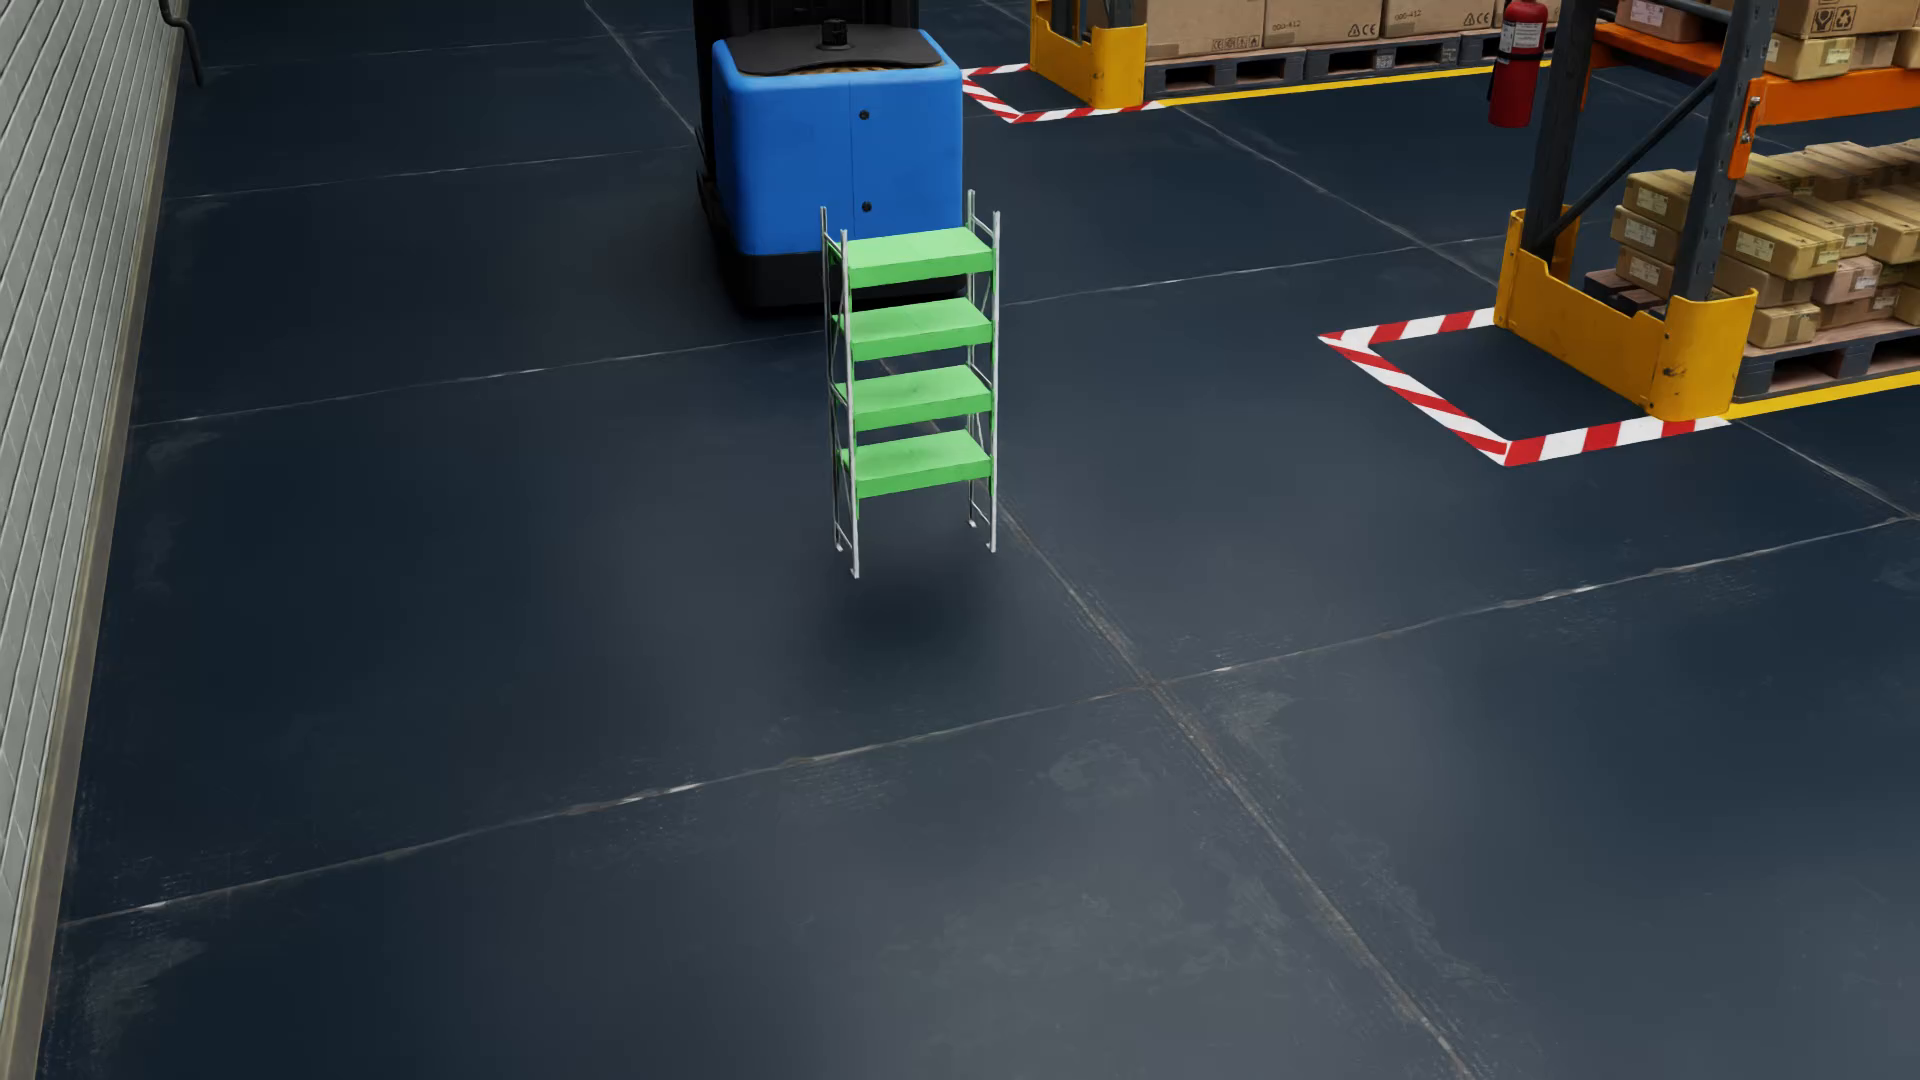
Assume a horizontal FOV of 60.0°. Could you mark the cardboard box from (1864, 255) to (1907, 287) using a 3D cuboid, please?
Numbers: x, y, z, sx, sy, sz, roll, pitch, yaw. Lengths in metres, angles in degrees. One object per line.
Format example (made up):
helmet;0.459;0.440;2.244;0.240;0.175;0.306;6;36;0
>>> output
cardboard box;3.724;-1.195;6.972;0.250;0.149;0.380;-10;31;-17

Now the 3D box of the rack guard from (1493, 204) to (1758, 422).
rack guard;2.740;-0.973;6.953;0.348;0.500;1.175;-10;31;-18

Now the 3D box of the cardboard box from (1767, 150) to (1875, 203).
cardboard box;3.795;-1.593;7.370;0.250;0.149;0.380;-12;32;-20

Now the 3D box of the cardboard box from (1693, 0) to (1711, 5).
cardboard box;3.000;-2.416;6.558;0.500;0.500;0.500;-10;31;-17

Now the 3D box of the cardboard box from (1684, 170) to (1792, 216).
cardboard box;3.332;-1.474;7.162;0.250;0.149;0.380;-10;31;-17

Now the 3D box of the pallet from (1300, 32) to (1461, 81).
pallet;2.711;-3.496;11.674;1.213;0.211;1.003;-10;31;-18

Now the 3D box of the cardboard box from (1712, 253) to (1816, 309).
cardboard box;3.249;-1.090;6.789;0.250;0.149;0.380;-9;31;-16

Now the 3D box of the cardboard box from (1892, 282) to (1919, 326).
cardboard box;3.996;-1.054;7.026;0.250;0.149;0.380;-10;31;-17

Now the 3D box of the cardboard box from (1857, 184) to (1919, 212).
cardboard box;3.979;-1.350;6.944;0.250;0.149;0.380;-12;32;-20

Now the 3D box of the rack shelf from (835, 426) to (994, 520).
rack shelf;-0.155;-0.229;5.553;0.480;0.148;0.258;-10;31;-18

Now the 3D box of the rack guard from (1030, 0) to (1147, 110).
rack guard;0.825;-3.235;10.923;0.348;0.500;1.175;-10;31;-18

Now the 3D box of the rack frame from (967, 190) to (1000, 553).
rack frame;0.074;-0.535;5.477;0.015;1.200;0.240;-10;31;-18

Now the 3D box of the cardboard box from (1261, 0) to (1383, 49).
cardboard box;2.286;-3.716;11.407;0.875;0.438;0.875;-10;31;-16

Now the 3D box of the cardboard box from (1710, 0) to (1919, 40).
cardboard box;3.186;-2.168;6.124;0.500;0.500;0.500;-9;31;-15

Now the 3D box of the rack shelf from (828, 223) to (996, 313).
rack shelf;-0.155;-0.854;5.197;0.480;0.148;0.258;-10;31;-18

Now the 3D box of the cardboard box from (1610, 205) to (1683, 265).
cardboard box;3.064;-1.342;7.231;0.250;0.149;0.380;-11;32;-19

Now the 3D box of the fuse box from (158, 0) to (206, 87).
fuse box;-5.025;-3.781;10.658;0.414;1.711;0.539;-10;31;-18

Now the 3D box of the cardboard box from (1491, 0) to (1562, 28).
cardboard box;3.971;-4.026;11.951;0.875;0.438;0.875;-11;31;-18

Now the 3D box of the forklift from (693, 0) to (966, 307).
forklift;-0.796;-3.027;8.102;1.130;2.935;3.031;-6;30;-11

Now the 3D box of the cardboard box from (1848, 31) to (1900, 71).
cardboard box;3.311;-1.904;6.315;0.250;0.149;0.380;-9;31;-16

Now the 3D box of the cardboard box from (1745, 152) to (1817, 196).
cardboard box;3.530;-1.578;7.343;0.250;0.149;0.380;-11;32;-19

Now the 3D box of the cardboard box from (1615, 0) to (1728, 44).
cardboard box;2.876;-2.124;6.702;0.250;0.149;0.380;-10;31;-18

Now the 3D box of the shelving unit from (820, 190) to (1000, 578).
shelving unit;-0.155;-0.493;5.403;0.503;1.200;0.258;-10;31;-18

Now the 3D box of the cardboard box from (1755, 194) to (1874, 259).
cardboard box;3.495;-1.284;6.829;0.250;0.149;0.380;-10;31;-17

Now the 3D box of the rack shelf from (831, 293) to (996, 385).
rack shelf;-0.155;-0.646;5.316;0.480;0.148;0.258;-10;31;-18

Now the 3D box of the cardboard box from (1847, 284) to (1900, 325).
cardboard box;3.718;-1.061;7.038;0.250;0.149;0.380;-10;31;-17

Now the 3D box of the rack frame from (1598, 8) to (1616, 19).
rack frame;4.597;-5.016;11.523;0.127;3.000;1.000;-10;31;-18

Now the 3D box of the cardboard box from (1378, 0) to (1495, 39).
cardboard box;3.132;-3.871;11.679;0.875;0.438;0.875;-11;32;-19

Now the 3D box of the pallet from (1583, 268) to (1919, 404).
pallet;3.514;-0.971;7.242;1.213;0.211;1.003;-10;31;-18

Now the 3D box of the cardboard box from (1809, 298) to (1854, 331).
cardboard box;3.488;-1.015;6.957;0.250;0.149;0.380;-11;31;-18

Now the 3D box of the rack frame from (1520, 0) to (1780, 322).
rack frame;2.669;-2.046;6.311;0.127;3.000;1.000;-10;31;-18

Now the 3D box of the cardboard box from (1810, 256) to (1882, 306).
cardboard box;3.525;-1.111;6.826;0.250;0.149;0.380;-11;31;-18

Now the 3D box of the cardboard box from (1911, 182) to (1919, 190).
cardboard box;4.242;-1.393;7.020;0.250;0.149;0.380;-9;31;-16

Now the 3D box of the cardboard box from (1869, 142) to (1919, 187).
cardboard box;4.313;-1.659;7.487;0.250;0.149;0.380;-11;32;-19

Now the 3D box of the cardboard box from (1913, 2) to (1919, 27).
cardboard box;3.678;-2.272;6.306;0.500;0.500;0.500;-10;31;-18

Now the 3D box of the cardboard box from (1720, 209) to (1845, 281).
cardboard box;3.278;-1.181;6.647;0.250;0.149;0.380;-12;32;-20

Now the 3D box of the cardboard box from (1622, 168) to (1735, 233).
cardboard box;3.076;-1.457;7.132;0.250;0.149;0.380;-10;31;-17

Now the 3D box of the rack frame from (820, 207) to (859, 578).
rack frame;-0.384;-0.451;5.329;0.015;1.200;0.240;-10;31;-18

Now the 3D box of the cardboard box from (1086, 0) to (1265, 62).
cardboard box;1.431;-3.555;11.123;0.875;0.438;0.875;-12;32;-19

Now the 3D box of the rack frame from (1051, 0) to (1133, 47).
rack frame;0.848;-4.325;10.311;0.127;3.000;1.000;-10;31;-18

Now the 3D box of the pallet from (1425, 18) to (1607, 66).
pallet;3.857;-3.709;12.047;1.213;0.211;1.003;-10;31;-18

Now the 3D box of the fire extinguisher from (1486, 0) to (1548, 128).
fire extinguisher;2.272;-2.021;6.722;0.183;0.674;0.296;-10;31;-18

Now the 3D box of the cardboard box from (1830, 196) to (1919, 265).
cardboard box;3.775;-1.268;6.801;0.250;0.149;0.380;-11;31;-18

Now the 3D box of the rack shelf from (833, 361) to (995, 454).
rack shelf;-0.155;-0.437;5.434;0.480;0.148;0.258;-10;31;-18

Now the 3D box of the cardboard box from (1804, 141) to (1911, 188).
cardboard box;4.027;-1.665;7.497;0.250;0.149;0.380;-9;31;-16

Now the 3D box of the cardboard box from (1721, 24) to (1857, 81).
cardboard box;3.086;-1.841;6.204;0.250;0.149;0.380;-11;31;-18

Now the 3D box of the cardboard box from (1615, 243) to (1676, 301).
cardboard box;3.089;-1.177;7.242;0.250;0.149;0.380;-10;31;-17

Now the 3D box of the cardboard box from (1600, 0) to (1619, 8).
cardboard box;5.150;-4.419;12.198;0.875;0.875;0.875;-9;31;-16

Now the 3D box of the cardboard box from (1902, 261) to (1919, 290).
cardboard box;4.002;-1.189;6.961;0.250;0.149;0.380;-9;31;-16

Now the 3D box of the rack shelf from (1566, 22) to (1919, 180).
rack shelf;4.543;-2.079;7.095;4.000;0.370;1.077;-10;31;-18

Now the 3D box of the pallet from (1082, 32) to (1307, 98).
pallet;1.570;-3.288;11.308;1.213;0.211;1.003;-10;31;-18

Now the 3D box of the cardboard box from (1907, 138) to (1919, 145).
cardboard box;4.549;-1.717;7.589;0.250;0.149;0.380;-10;31;-17

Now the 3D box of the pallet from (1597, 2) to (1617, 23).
pallet;5.294;-3.972;12.509;1.213;0.211;1.003;-10;31;-18

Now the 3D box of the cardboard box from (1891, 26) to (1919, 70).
cardboard box;3.581;-1.925;6.353;0.250;0.149;0.380;-11;32;-19

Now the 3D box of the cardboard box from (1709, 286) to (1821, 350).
cardboard box;3.271;-0.932;6.811;0.250;0.149;0.380;-10;31;-17
